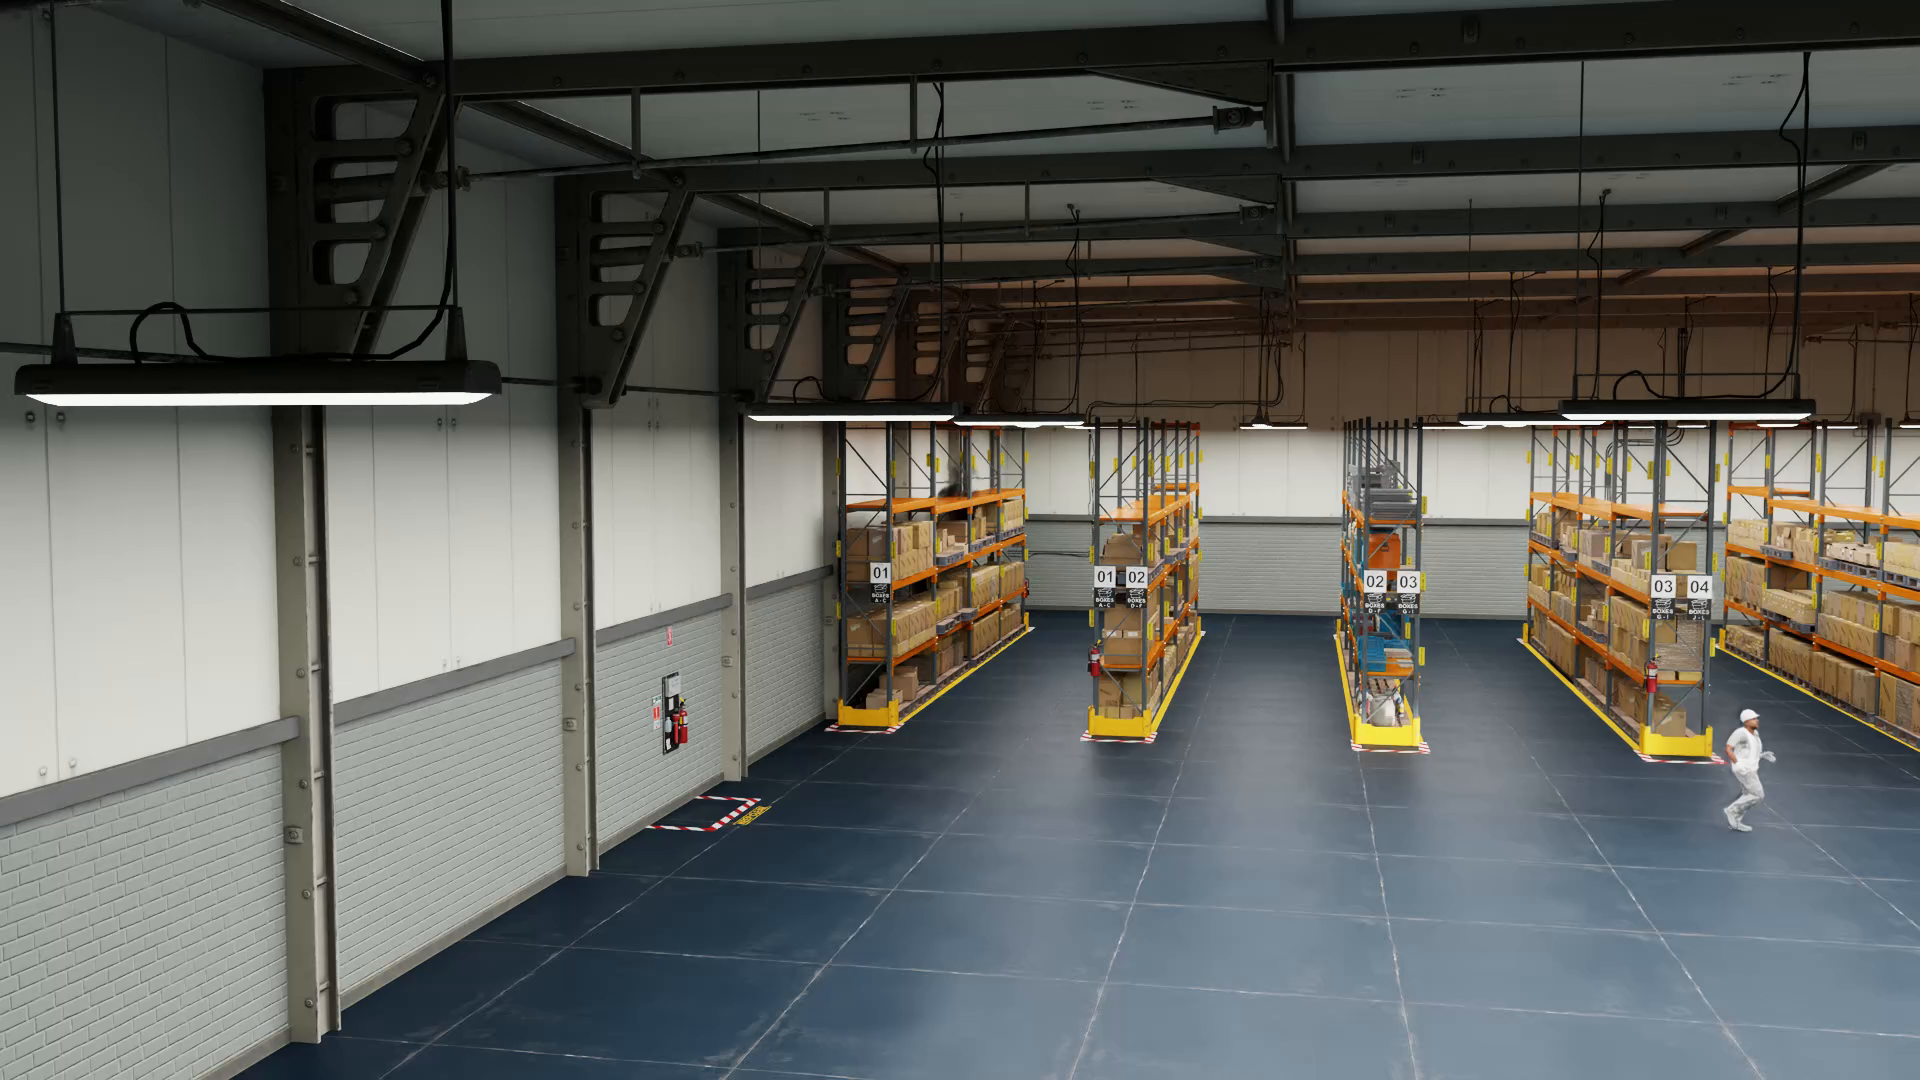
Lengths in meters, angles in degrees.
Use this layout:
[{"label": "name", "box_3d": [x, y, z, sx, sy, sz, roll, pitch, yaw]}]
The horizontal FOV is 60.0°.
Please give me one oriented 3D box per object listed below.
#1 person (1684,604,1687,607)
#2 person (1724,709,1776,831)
[{"label": "person", "box_3d": [20.032, 1.964, 45.385, 0.708, 1.789, 0.823, -1, 4, -10]}, {"label": "person", "box_3d": [11.329, 3.299, 23.833, 0.602, 1.746, 0.663, 3, 5, 39]}]
